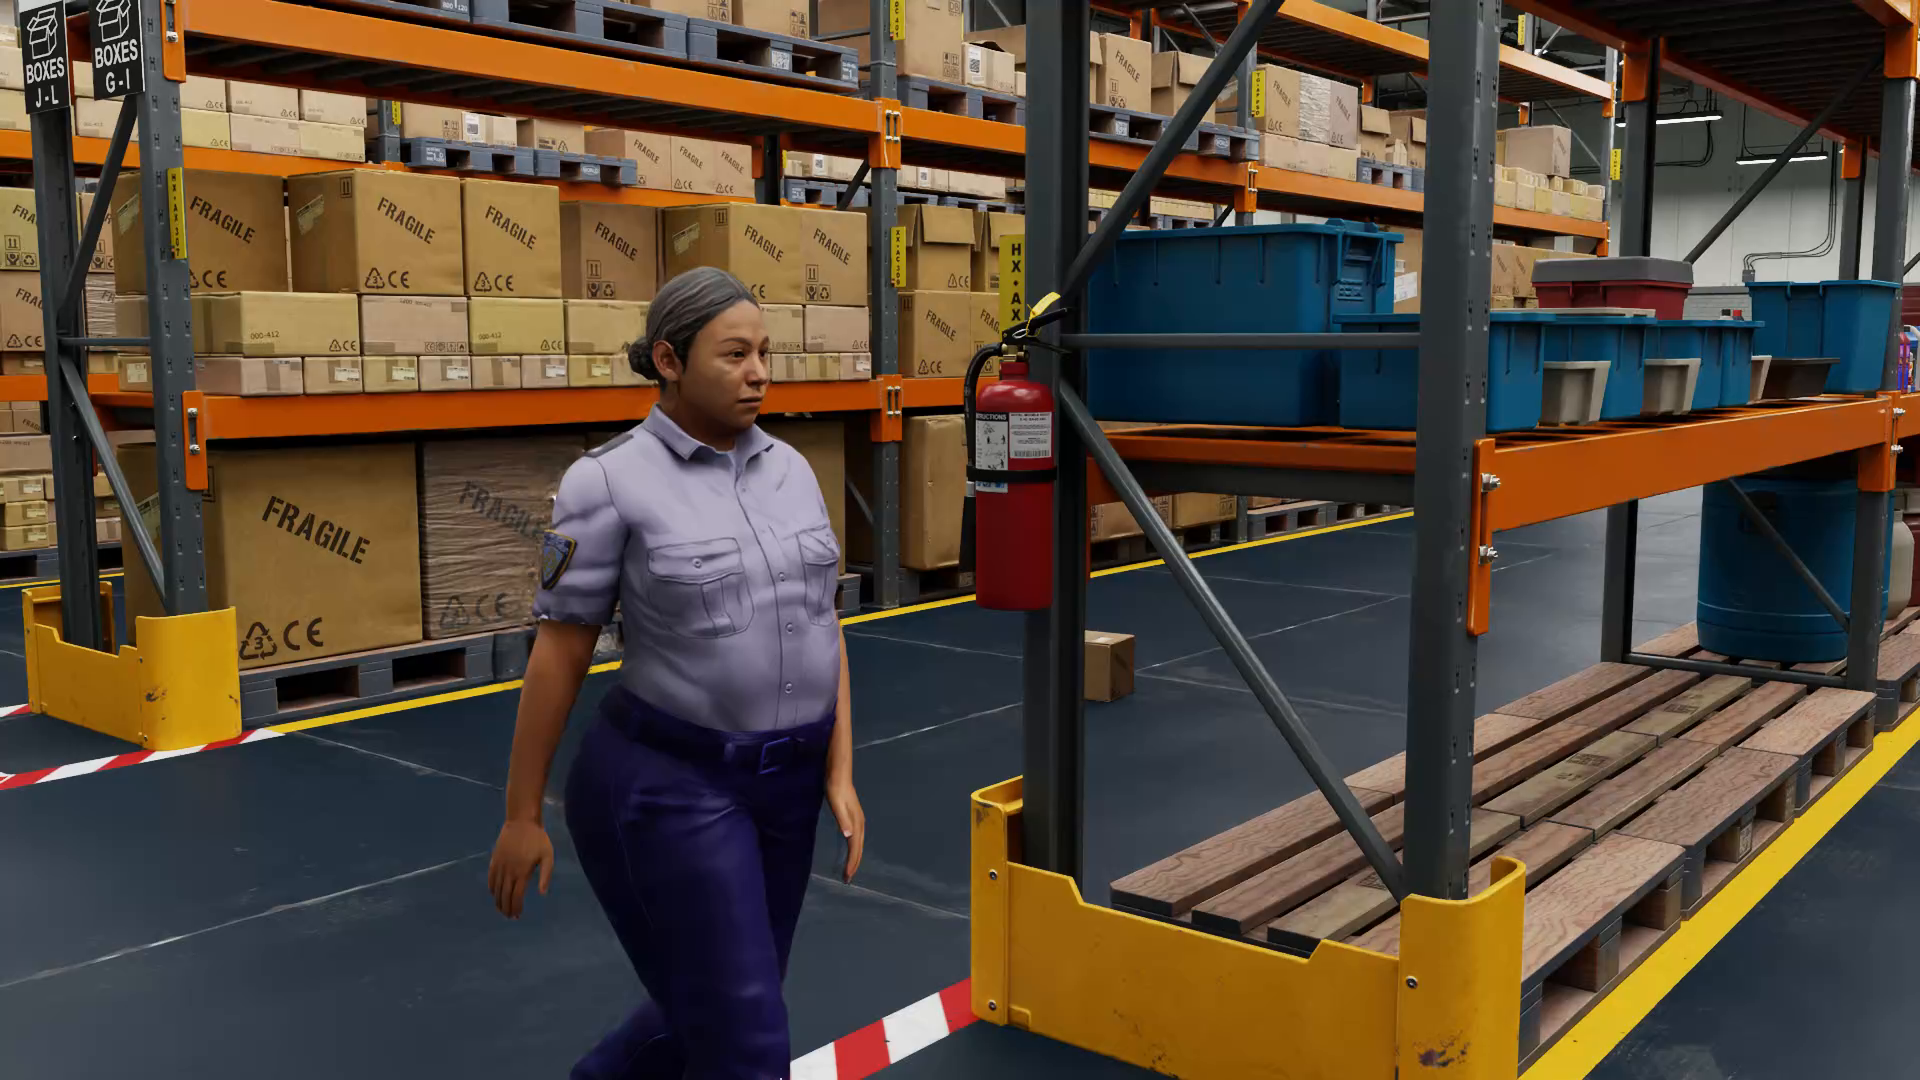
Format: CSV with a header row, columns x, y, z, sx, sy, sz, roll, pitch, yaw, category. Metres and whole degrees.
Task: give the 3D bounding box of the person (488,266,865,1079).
x,y,z,sx,sy,sz,roll,pitch,yaw,category
-0.390,0.391,2.538,0.866,1.602,0.526,5,8,36,person
